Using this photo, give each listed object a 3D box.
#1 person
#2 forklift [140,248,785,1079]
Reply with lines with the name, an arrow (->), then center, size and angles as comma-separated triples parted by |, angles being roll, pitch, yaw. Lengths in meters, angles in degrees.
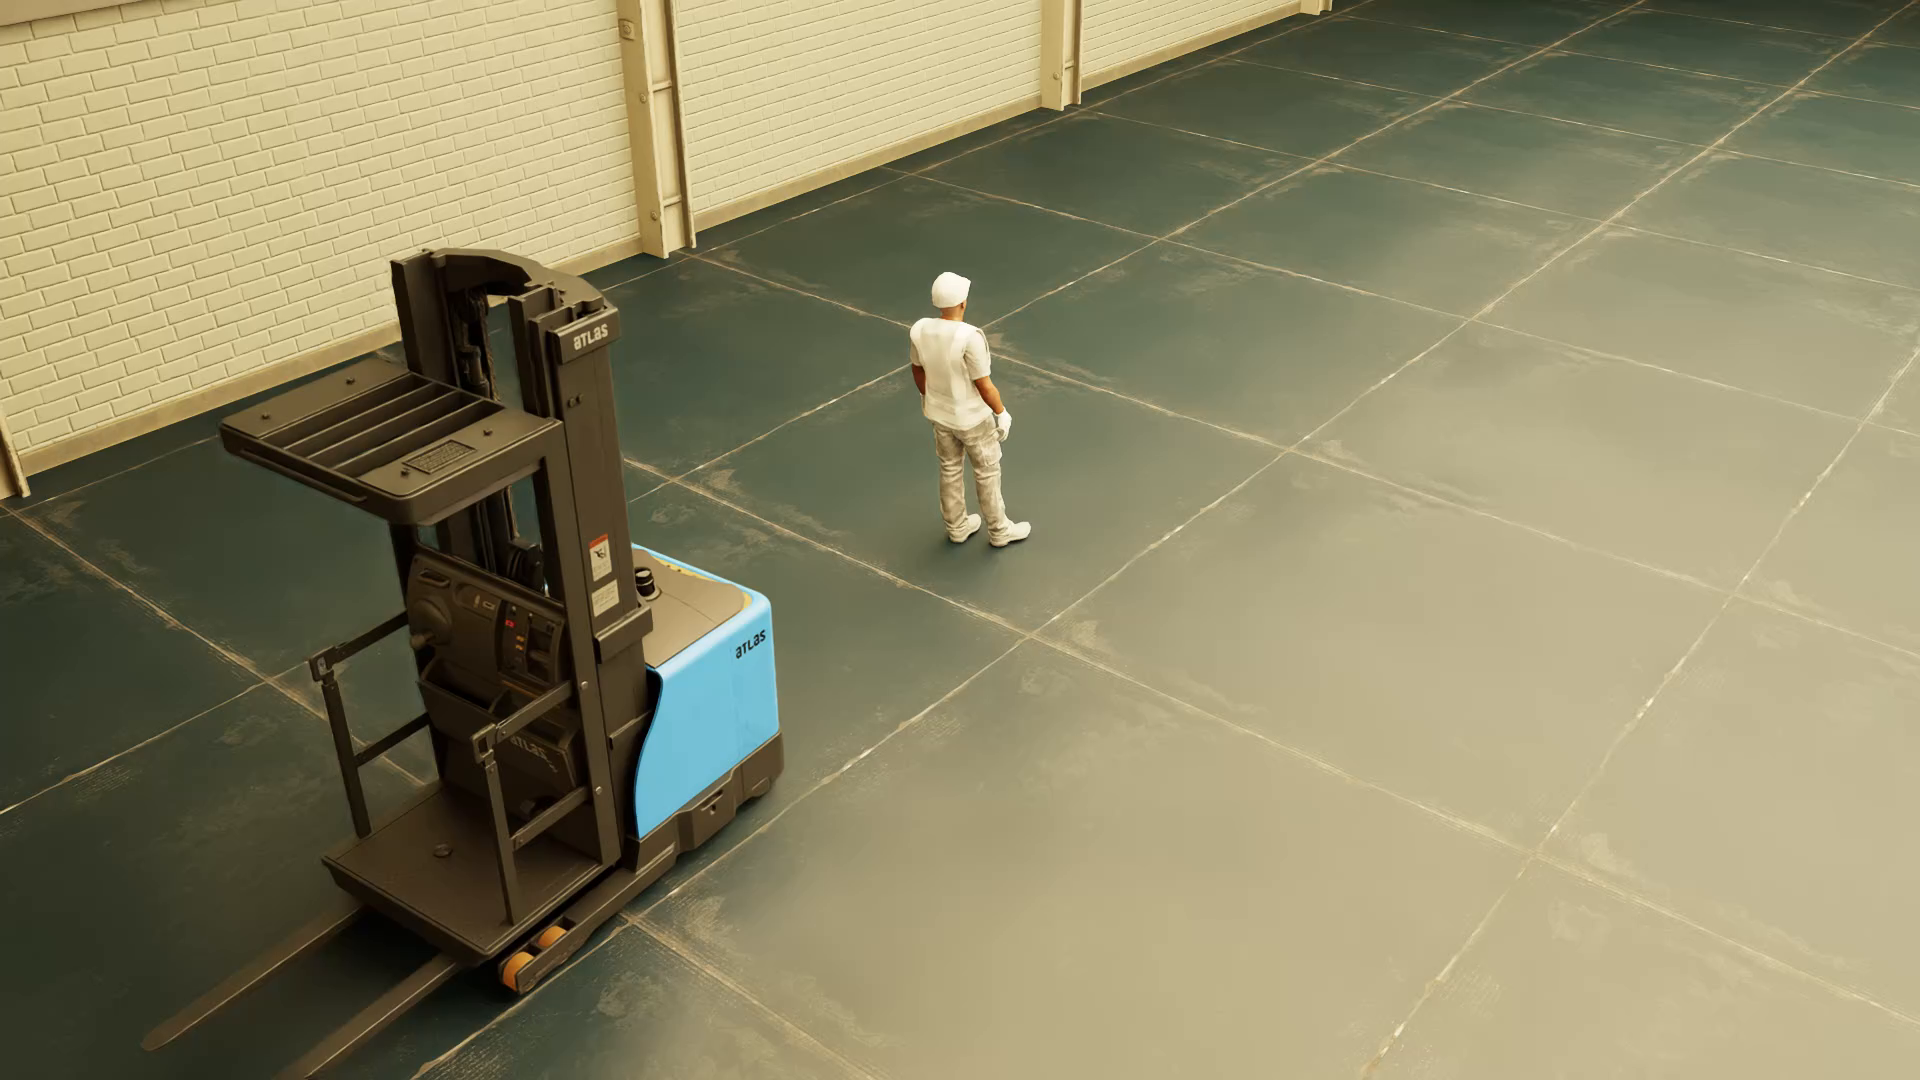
person -> 0.052, -0.802, 10.090 | 0.657, 1.785, 0.575 | 22, 37, 33
forklift -> -2.134, 0.406, 6.900 | 1.130, 2.935, 3.031 | 19, 35, 29
